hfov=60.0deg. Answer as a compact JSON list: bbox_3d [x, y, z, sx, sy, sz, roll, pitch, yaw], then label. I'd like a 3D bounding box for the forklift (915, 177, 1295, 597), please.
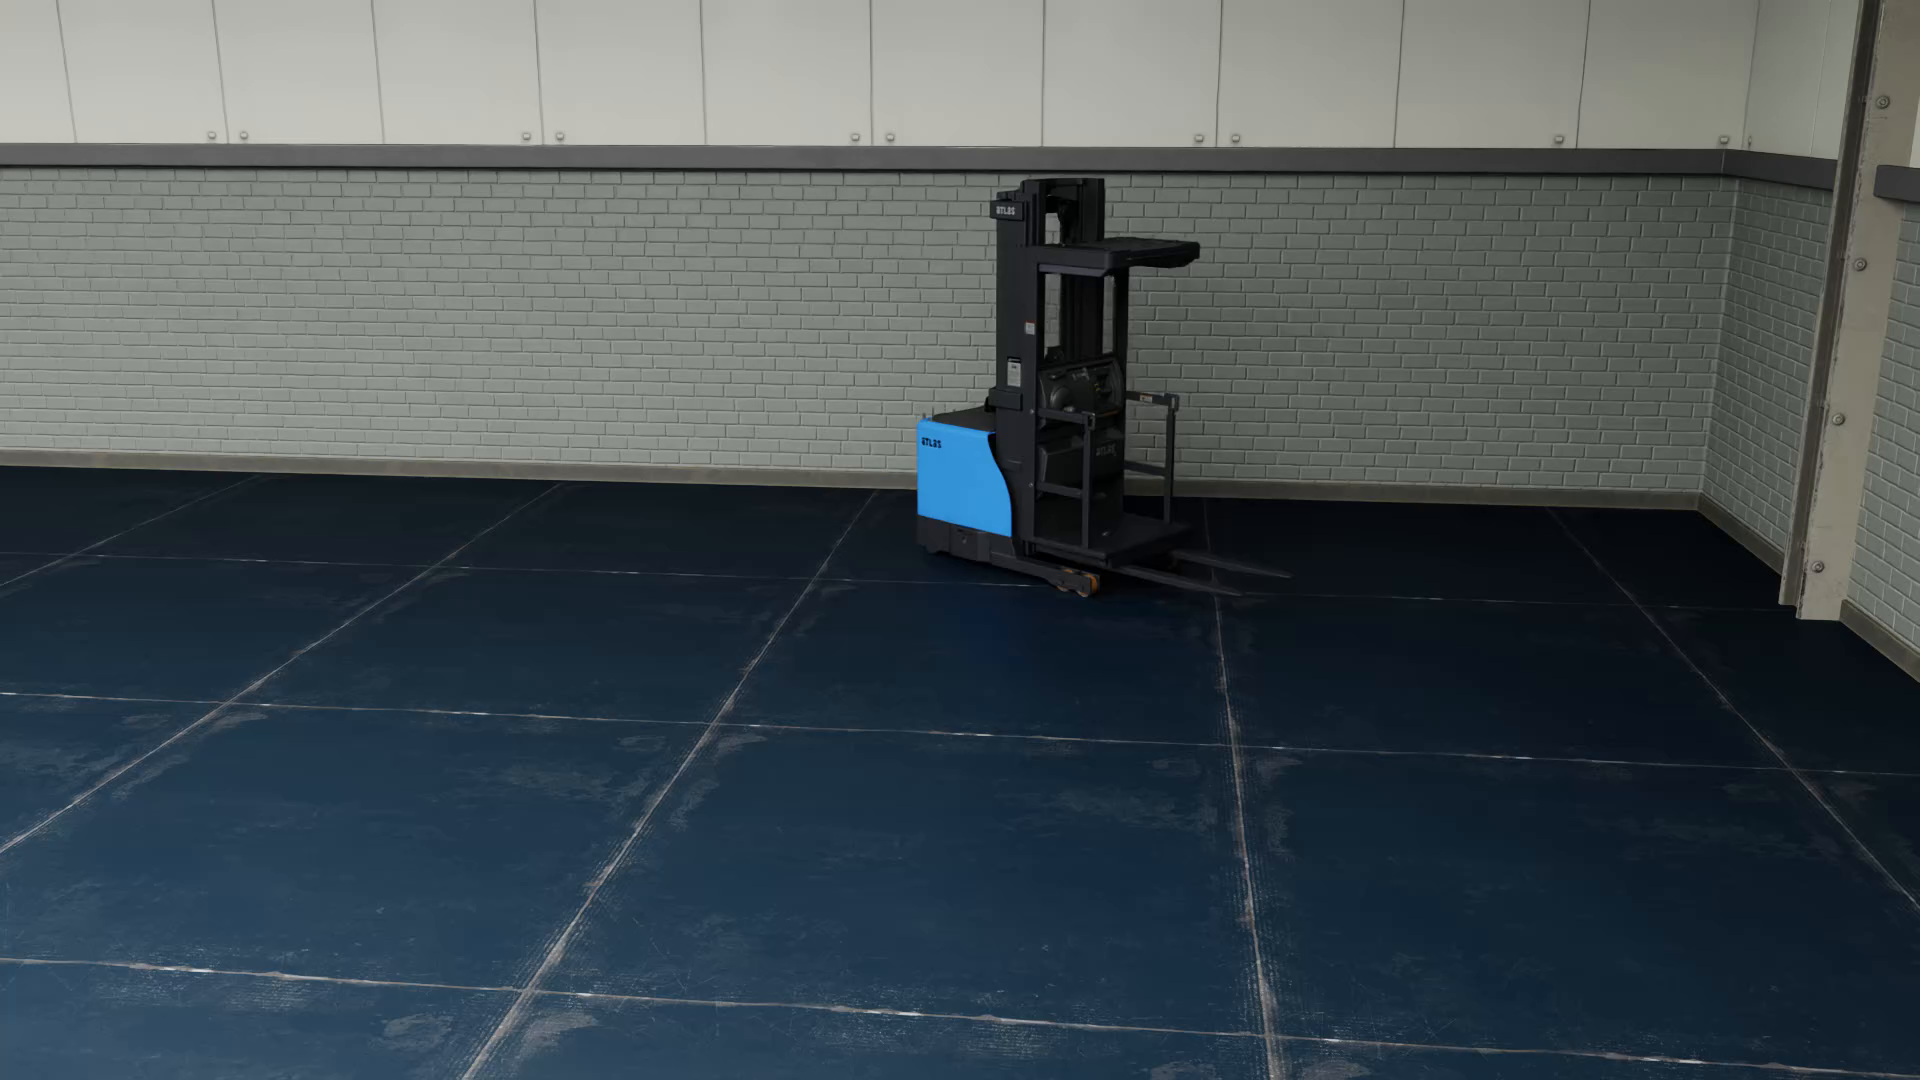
[{"bbox_3d":[1.062,-1.153,12.312,3.031,2.935,1.130,14,20,41],"label":"forklift"}]

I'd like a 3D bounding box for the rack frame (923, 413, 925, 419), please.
[{"bbox_3d":[-0.203,-0.513,13.547,0.200,1.050,0.008,4,16,16],"label":"rack frame"}]

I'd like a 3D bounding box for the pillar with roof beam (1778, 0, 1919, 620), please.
[{"bbox_3d":[1.756,-3.966,11.088,9.100,9.000,0.400,2,15,6],"label":"pillar with roof beam"}]

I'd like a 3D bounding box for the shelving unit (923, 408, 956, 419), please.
[{"bbox_3d":[-0.168,-0.543,13.660,0.215,1.050,0.252,4,16,16],"label":"shelving unit"}]

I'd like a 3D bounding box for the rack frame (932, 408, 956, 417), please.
[{"bbox_3d":[-0.133,-0.574,13.773,0.200,1.050,0.008,4,16,16],"label":"rack frame"}]
